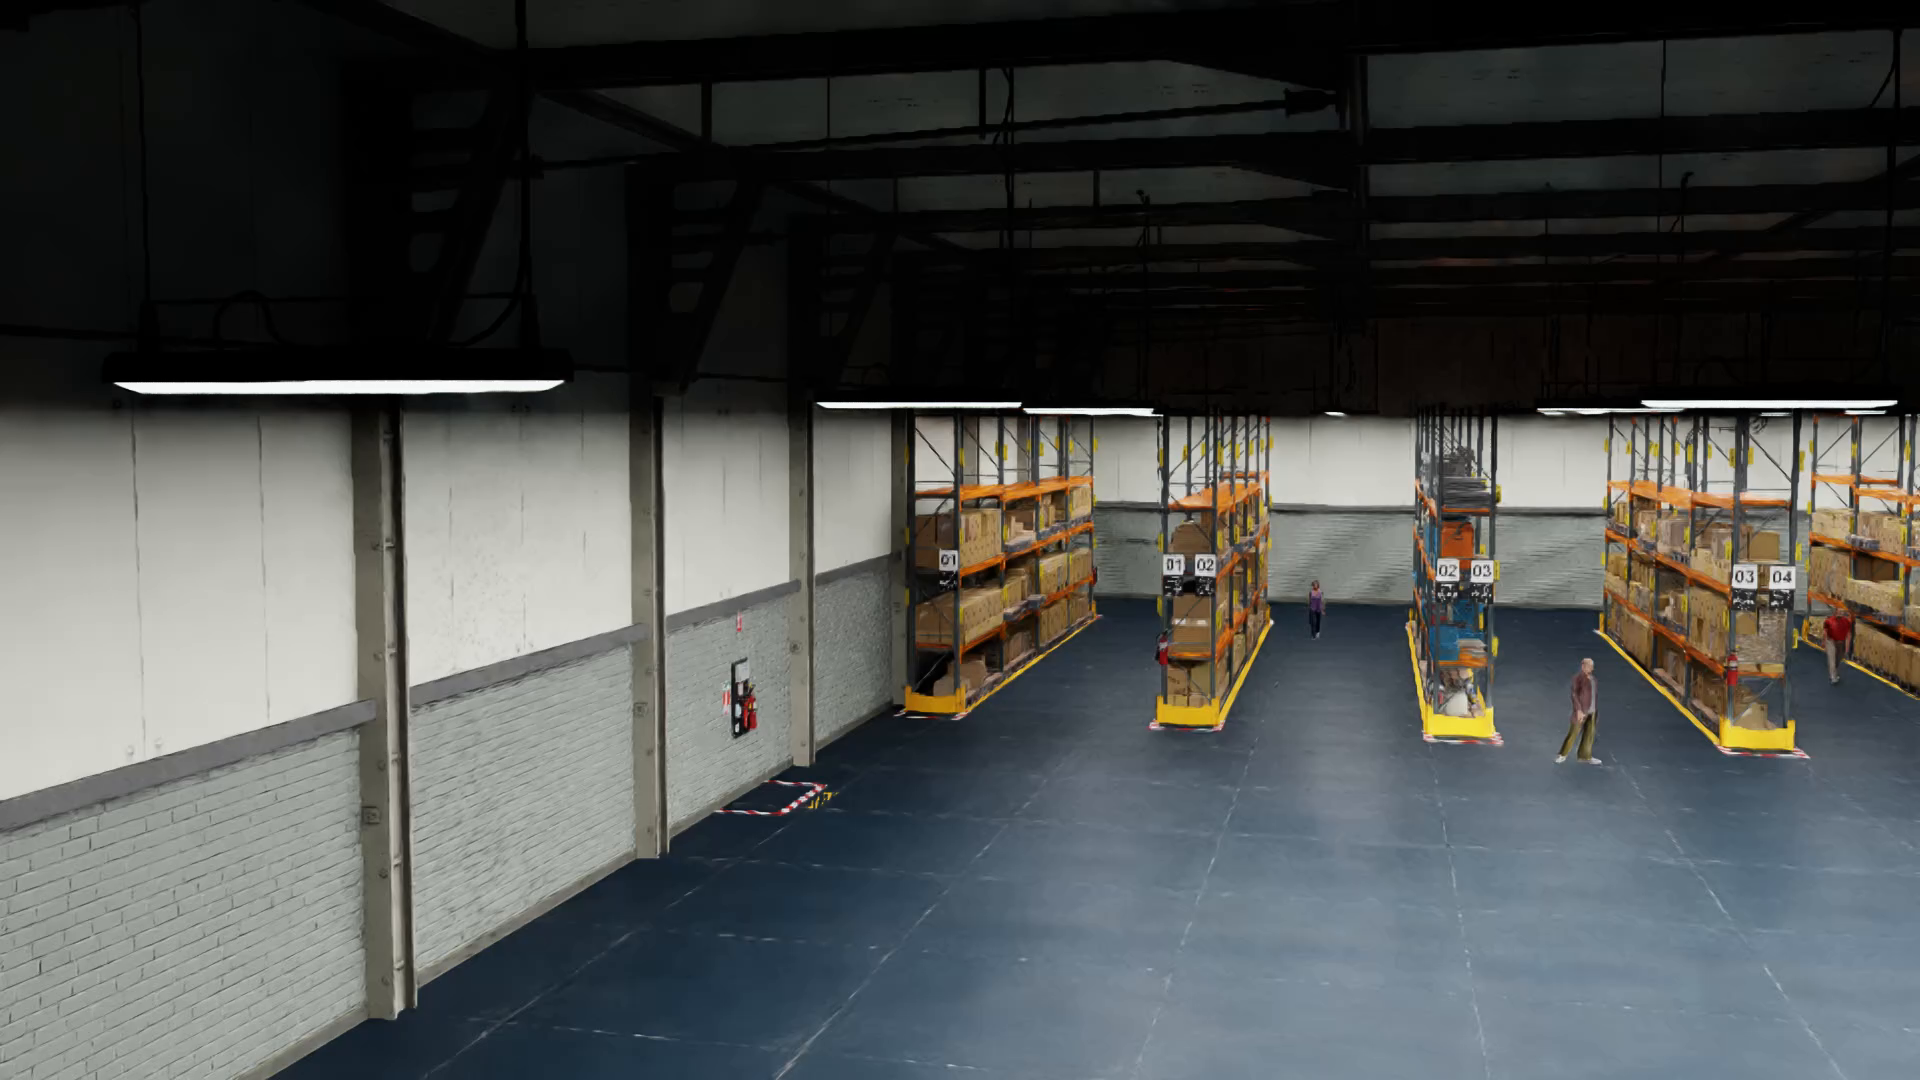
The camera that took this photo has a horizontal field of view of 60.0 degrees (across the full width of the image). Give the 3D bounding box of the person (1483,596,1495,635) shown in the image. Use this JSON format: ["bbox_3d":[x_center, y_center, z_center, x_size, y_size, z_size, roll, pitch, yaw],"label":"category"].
[{"bbox_3d":[13.853,1.757,44.002,0.566,1.541,0.519,1,4,11],"label":"person"}]

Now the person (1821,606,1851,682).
[{"bbox_3d":[19.118,2.246,36.221,0.540,1.646,1.120,1,4,12],"label":"person"}]

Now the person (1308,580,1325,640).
[{"bbox_3d":[9.265,1.804,43.196,0.432,1.533,0.947,1,4,13],"label":"person"}]

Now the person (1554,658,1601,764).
[{"bbox_3d":[10.241,2.831,27.577,0.777,1.775,0.509,-2,5,-31],"label":"person"}]
